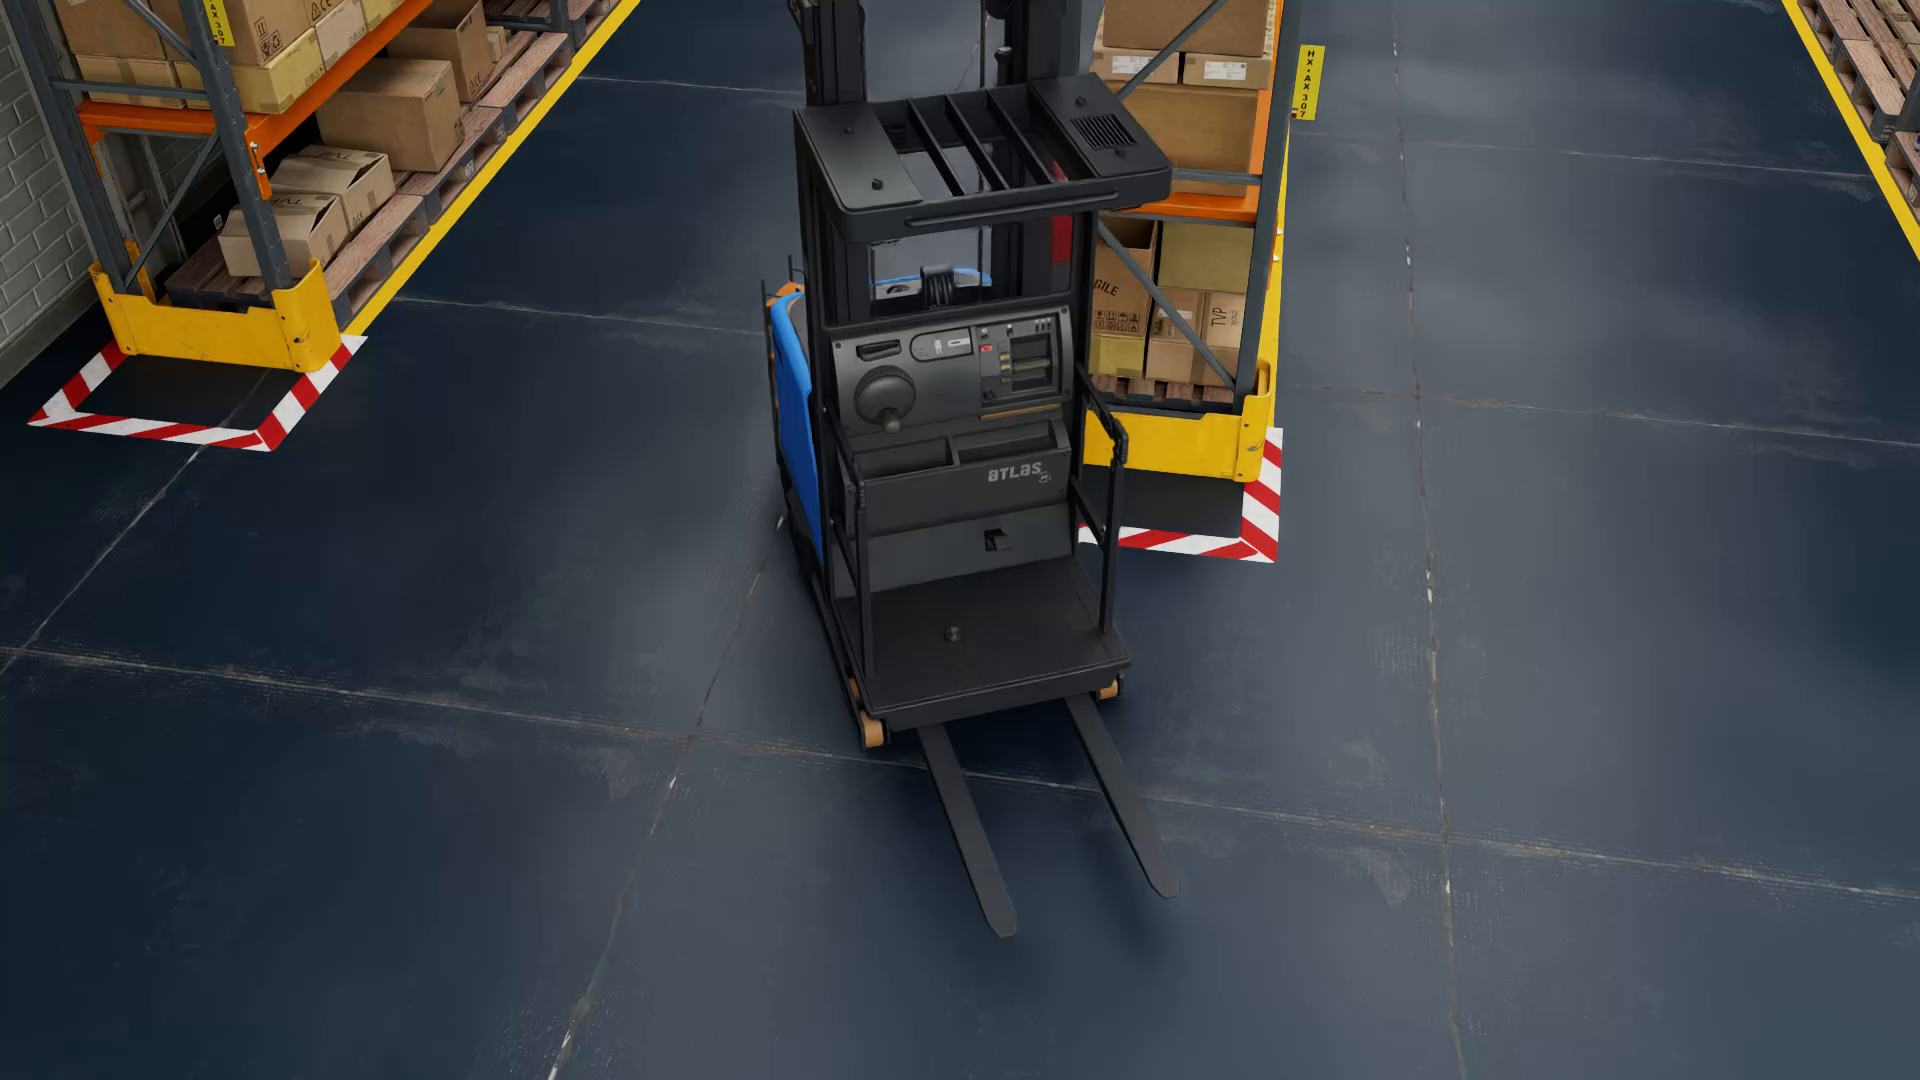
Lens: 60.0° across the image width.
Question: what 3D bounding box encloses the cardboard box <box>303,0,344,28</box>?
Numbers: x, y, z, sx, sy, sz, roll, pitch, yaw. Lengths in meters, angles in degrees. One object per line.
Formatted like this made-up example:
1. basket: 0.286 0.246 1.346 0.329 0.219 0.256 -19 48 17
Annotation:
1. cardboard box: -3.494 -2.976 8.509 0.500 0.500 0.500 7 40 8

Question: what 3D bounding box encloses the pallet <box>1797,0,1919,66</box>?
1. pallet: 6.789 -3.770 12.144 1.003 0.211 1.213 6 40 8

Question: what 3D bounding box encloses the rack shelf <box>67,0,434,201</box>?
1. rack shelf: -3.621 -3.139 9.757 1.077 0.370 4.000 6 40 8

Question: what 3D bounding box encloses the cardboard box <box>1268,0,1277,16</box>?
1. cardboard box: 1.280 -2.451 7.773 0.380 0.149 0.250 7 40 8

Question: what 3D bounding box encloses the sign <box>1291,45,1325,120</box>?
1. sign: 1.458 -1.917 6.973 0.100 0.325 0.005 6 40 8

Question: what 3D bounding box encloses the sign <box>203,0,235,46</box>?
1. sign: -3.433 -2.435 7.662 0.100 0.325 0.005 6 40 8

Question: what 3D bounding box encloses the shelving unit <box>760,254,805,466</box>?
1. shelving unit: -0.759 -0.821 7.918 0.215 1.050 0.252 17 42 20

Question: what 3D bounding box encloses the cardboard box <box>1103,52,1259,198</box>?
1. cardboard box: 1.005 -1.948 7.673 0.700 0.500 0.500 6 40 8

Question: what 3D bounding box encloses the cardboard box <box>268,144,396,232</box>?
1. cardboard box: -3.661 -2.077 9.673 0.500 0.311 0.500 10 41 11

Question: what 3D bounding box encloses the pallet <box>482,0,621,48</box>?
1. pallet: -3.142 -4.086 12.526 1.003 0.211 1.213 6 40 8

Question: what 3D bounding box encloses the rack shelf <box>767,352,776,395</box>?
1. rack shelf: -0.759 -0.812 7.925 0.215 0.259 0.240 17 42 20

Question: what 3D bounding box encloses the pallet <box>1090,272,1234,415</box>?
1. pallet: 1.003 -1.027 8.827 1.003 0.211 1.213 6 40 8

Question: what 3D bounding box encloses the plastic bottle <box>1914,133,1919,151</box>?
1. plastic bottle: 5.995 -2.546 10.271 0.097 0.271 0.097 0 40 0

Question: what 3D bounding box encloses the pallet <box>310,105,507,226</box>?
1. pallet: -3.566 -2.404 10.492 1.003 0.211 1.213 6 40 8

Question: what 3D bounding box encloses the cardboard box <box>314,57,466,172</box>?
1. cardboard box: -3.484 -2.604 10.163 0.700 0.500 0.500 4 40 5

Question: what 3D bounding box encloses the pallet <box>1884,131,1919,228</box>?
1. pallet: 6.325 -2.088 10.109 1.003 0.211 1.213 6 40 8

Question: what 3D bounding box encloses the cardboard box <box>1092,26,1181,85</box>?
1. cardboard box: 0.790 -2.167 7.429 0.380 0.149 0.250 6 40 7

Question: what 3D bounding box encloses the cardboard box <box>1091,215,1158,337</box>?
1. cardboard box: 0.712 -1.378 8.302 0.500 0.500 0.500 6 40 8

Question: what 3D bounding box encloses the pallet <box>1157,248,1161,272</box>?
1. pallet: 1.217 -1.791 9.750 1.003 0.211 1.213 6 40 8

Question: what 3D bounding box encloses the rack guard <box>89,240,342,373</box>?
1. rack guard: -3.954 -1.246 8.864 1.175 0.500 0.348 6 40 8

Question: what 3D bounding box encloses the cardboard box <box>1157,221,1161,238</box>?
1. cardboard box: 0.870 -2.007 9.063 0.500 0.500 0.500 6 40 8

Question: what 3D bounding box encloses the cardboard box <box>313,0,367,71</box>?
1. cardboard box: -3.495 -2.710 8.776 0.500 0.250 0.500 5 40 6

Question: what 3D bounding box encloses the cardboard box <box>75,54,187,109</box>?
1. cardboard box: -4.078 -2.426 8.432 0.500 0.250 0.500 7 40 8

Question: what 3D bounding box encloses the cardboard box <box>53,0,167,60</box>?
1. cardboard box: -4.095 -2.720 8.199 0.500 0.500 0.500 6 40 7

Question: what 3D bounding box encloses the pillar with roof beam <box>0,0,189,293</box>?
1. pillar with roof beam: -0.458 -4.533 6.171 9.100 9.000 0.400 6 40 8

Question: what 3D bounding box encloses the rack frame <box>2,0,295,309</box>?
1. rack frame: -3.968 -2.161 8.010 1.000 3.000 0.127 6 40 8

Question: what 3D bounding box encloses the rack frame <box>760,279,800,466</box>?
1. rack frame: -0.812 -0.751 7.833 0.200 1.050 0.008 17 42 20

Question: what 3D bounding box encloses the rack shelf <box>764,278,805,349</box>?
1. rack shelf: -0.760 -1.031 7.744 0.215 0.259 0.240 17 42 20

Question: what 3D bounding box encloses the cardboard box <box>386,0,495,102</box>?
1. cardboard box: -3.416 -3.222 10.910 0.500 0.500 0.500 4 40 4

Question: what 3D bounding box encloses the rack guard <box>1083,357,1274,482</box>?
1. rack guard: 0.908 -0.639 8.131 1.175 0.500 0.348 6 40 8

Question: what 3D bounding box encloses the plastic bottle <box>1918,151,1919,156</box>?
1. plastic bottle: 5.978 -2.455 10.216 0.097 0.201 0.097 0 40 0

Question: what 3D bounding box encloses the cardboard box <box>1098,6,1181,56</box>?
1. cardboard box: 0.834 -2.331 7.628 0.380 0.149 0.250 7 40 9

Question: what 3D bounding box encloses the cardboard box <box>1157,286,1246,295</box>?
1. cardboard box: 1.307 -1.346 8.852 0.500 0.250 0.500 6 40 8

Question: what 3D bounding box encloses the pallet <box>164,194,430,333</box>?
1. pallet: -3.779 -1.640 9.568 1.003 0.211 1.213 6 40 8

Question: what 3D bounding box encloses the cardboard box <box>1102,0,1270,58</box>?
1. cardboard box: 1.015 -2.481 7.300 0.700 0.500 0.500 7 40 8

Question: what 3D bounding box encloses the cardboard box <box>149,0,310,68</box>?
1. cardboard box: -3.589 -2.667 8.135 0.500 0.500 0.500 6 40 8

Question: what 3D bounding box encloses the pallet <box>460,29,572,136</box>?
1. pallet: -3.357 -3.172 11.420 1.003 0.211 1.213 6 40 8

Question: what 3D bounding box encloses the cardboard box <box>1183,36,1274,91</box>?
1. cardboard box: 1.192 -2.128 7.383 0.380 0.149 0.250 6 40 7

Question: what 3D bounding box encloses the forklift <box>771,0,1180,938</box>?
1. forklift: 0.040 -0.571 6.141 1.130 2.935 3.031 -10 41 -12

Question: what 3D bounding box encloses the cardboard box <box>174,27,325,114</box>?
1. cardboard box: -3.570 -2.382 8.380 0.500 0.250 0.500 5 40 6

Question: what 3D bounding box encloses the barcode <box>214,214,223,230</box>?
1. barcode: -4.150 -1.778 9.304 0.001 0.075 0.075 6 40 8

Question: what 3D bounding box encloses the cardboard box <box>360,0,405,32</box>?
1. cardboard box: -3.401 -3.029 9.162 0.500 0.250 0.500 6 40 7

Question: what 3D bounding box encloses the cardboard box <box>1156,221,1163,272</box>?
1. cardboard box: 0.873 -1.718 9.302 0.500 0.250 0.500 6 40 8

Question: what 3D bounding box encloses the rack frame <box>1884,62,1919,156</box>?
1. rack frame: 6.482 -3.579 9.725 1.000 3.000 0.127 6 40 8

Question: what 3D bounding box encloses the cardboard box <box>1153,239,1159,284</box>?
1. cardboard box: 0.789 -1.404 8.922 0.500 0.250 0.500 6 40 8

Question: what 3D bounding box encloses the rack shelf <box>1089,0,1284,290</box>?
1. rack shelf: 1.258 -2.595 9.100 1.077 0.370 4.000 6 40 8

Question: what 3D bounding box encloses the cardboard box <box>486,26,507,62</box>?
1. cardboard box: -3.338 -3.410 11.399 0.380 0.166 0.250 2 40 2

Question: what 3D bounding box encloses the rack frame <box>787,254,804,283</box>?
1. rack frame: -0.707 -0.891 8.003 0.200 1.050 0.008 17 42 20

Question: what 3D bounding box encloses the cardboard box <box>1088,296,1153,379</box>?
1. cardboard box: 0.714 -1.089 8.541 0.500 0.250 0.500 6 40 8

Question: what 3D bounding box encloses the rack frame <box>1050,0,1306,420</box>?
1. rack frame: 0.912 -1.617 7.352 1.000 3.000 0.127 6 40 8

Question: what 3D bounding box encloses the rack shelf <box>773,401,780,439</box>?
1. rack shelf: -0.759 -0.598 8.102 0.215 0.259 0.240 17 42 20

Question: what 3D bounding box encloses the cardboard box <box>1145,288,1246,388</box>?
1. cardboard box: 1.224 -1.032 8.472 0.500 0.250 0.500 6 40 8

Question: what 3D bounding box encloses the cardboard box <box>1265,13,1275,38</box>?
1. cardboard box: 1.235 -2.294 7.584 0.380 0.149 0.250 5 40 7

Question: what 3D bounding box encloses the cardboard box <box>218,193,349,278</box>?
1. cardboard box: -3.759 -1.719 9.240 0.500 0.311 0.500 2 40 3

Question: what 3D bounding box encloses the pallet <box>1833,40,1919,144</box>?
1. pallet: 6.580 -3.002 11.215 1.003 0.211 1.213 6 40 8

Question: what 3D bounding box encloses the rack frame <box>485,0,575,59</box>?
1. rack frame: -3.275 -4.672 11.046 1.000 3.000 0.127 6 40 8

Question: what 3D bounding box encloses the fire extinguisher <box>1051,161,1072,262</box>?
1. fire extinguisher: 0.434 -1.565 7.349 0.296 0.674 0.183 6 40 8

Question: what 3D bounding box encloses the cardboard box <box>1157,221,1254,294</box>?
1. cardboard box: 1.309 -1.635 8.613 0.500 0.500 0.500 6 40 8
